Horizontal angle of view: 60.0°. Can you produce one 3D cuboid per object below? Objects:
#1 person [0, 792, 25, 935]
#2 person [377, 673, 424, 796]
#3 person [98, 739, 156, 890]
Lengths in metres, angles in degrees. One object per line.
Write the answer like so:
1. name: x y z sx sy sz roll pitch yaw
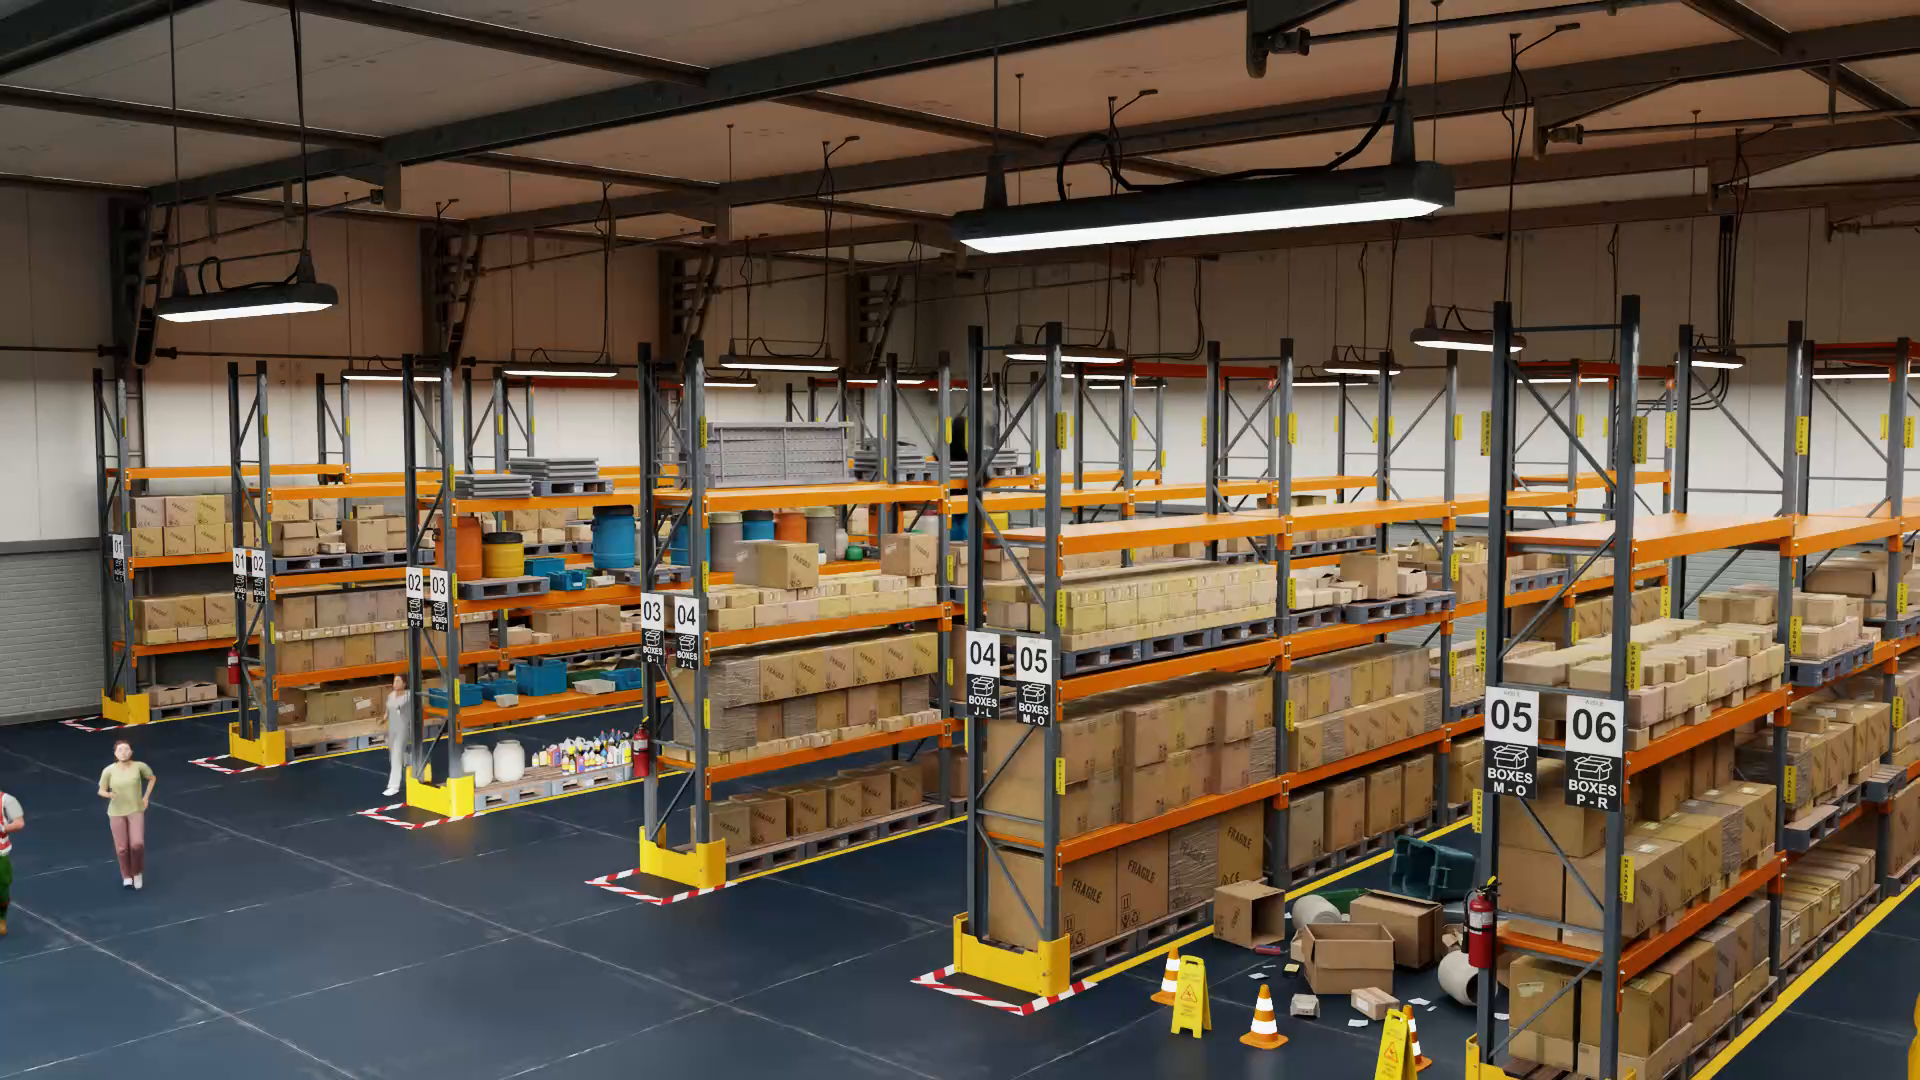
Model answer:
1. person: -9.399 3.056 16.064 0.658 1.786 0.979 -2 5 -29
2. person: -7.710 2.657 23.030 0.568 1.653 0.843 2 4 21
3. person: -9.080 3.011 18.136 0.562 1.637 0.595 -2 5 -24
